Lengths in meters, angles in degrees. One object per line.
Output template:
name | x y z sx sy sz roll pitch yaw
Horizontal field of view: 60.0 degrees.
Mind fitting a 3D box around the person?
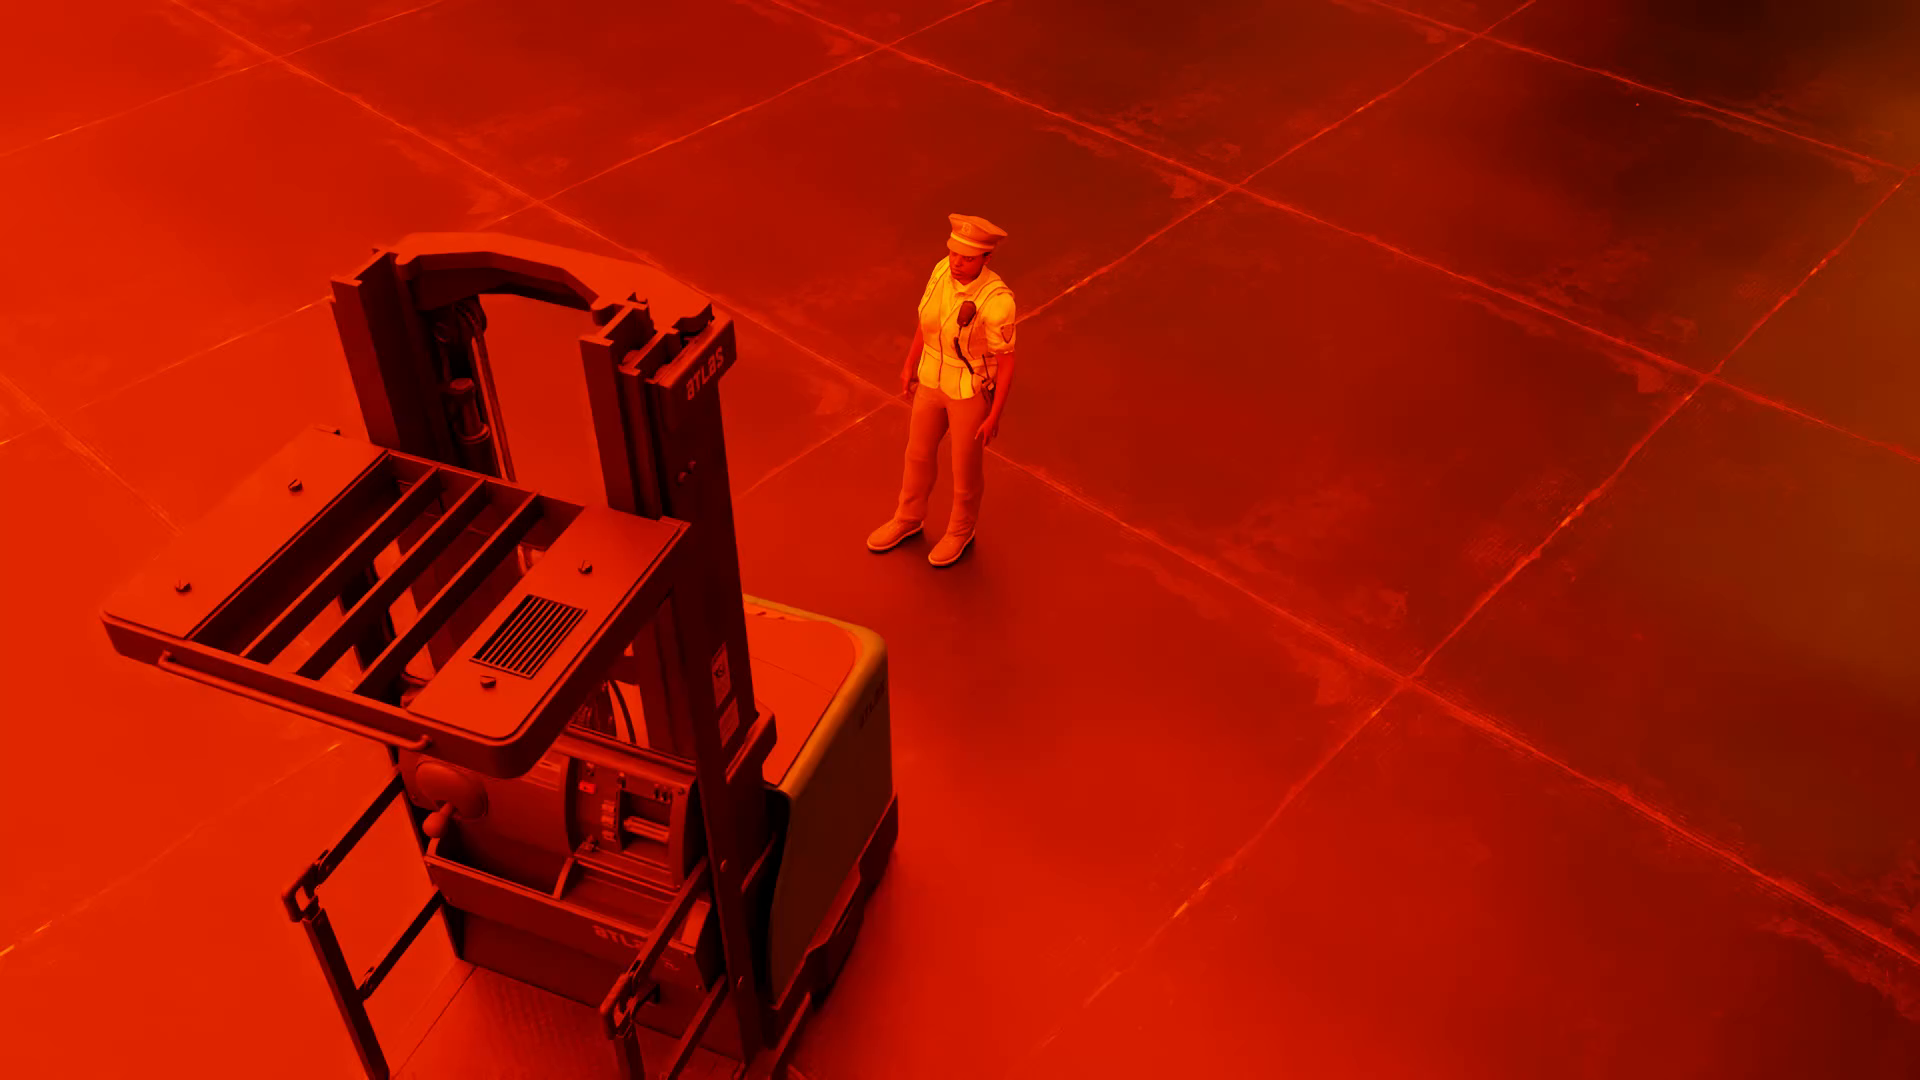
person | -0.065 -0.621 7.091 0.570 1.695 0.530 31 49 31

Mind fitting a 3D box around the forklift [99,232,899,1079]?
forklift | -1.246 0.795 4.502 1.130 2.935 3.031 14 43 16
